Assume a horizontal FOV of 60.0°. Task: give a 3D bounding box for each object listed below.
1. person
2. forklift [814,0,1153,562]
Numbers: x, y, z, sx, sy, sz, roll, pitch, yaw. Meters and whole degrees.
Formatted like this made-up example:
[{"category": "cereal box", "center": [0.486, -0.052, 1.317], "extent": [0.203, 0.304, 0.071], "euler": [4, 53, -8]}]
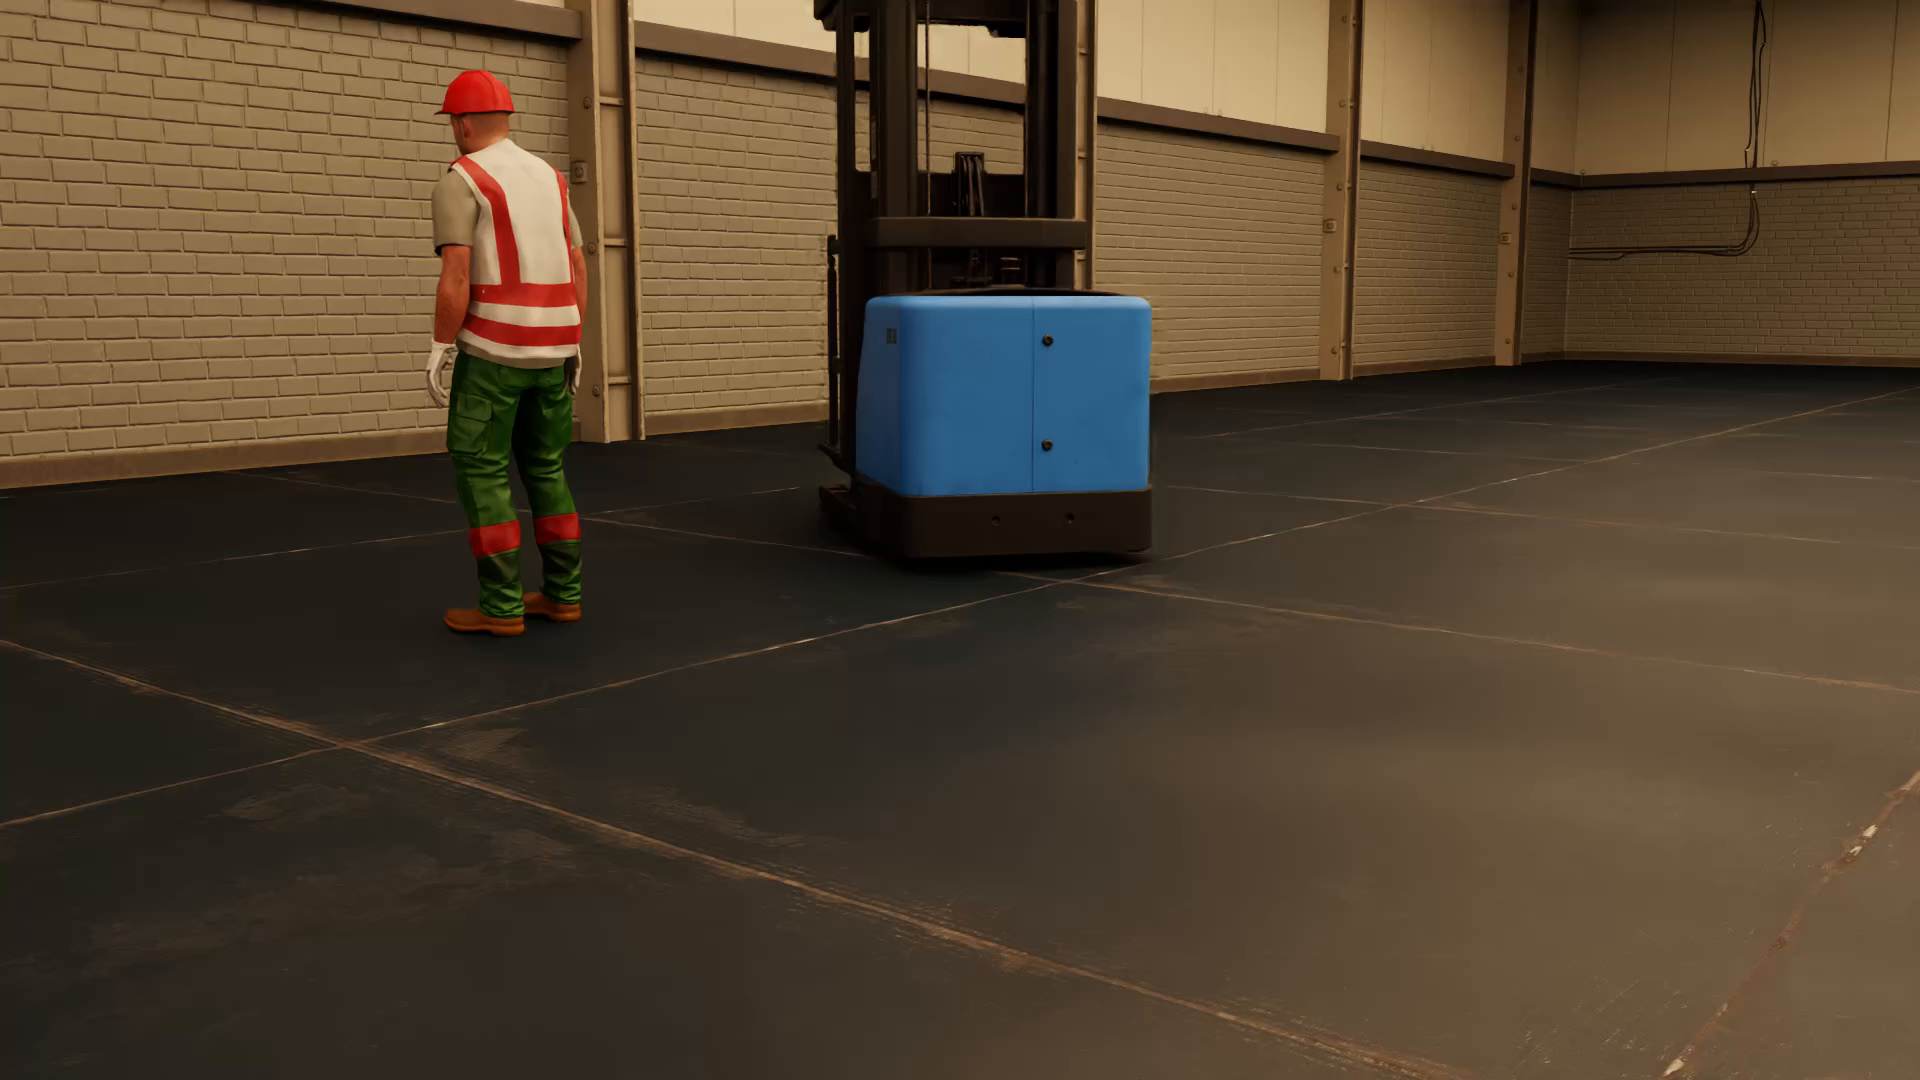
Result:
[{"category": "person", "center": [-1.457, -0.595, 5.343], "extent": [0.450, 1.777, 0.623], "euler": [6, 10, 33]}, {"category": "forklift", "center": [-0.069, -1.537, 7.784], "extent": [1.130, 2.935, 3.031], "euler": [-2, 9, -13]}]
